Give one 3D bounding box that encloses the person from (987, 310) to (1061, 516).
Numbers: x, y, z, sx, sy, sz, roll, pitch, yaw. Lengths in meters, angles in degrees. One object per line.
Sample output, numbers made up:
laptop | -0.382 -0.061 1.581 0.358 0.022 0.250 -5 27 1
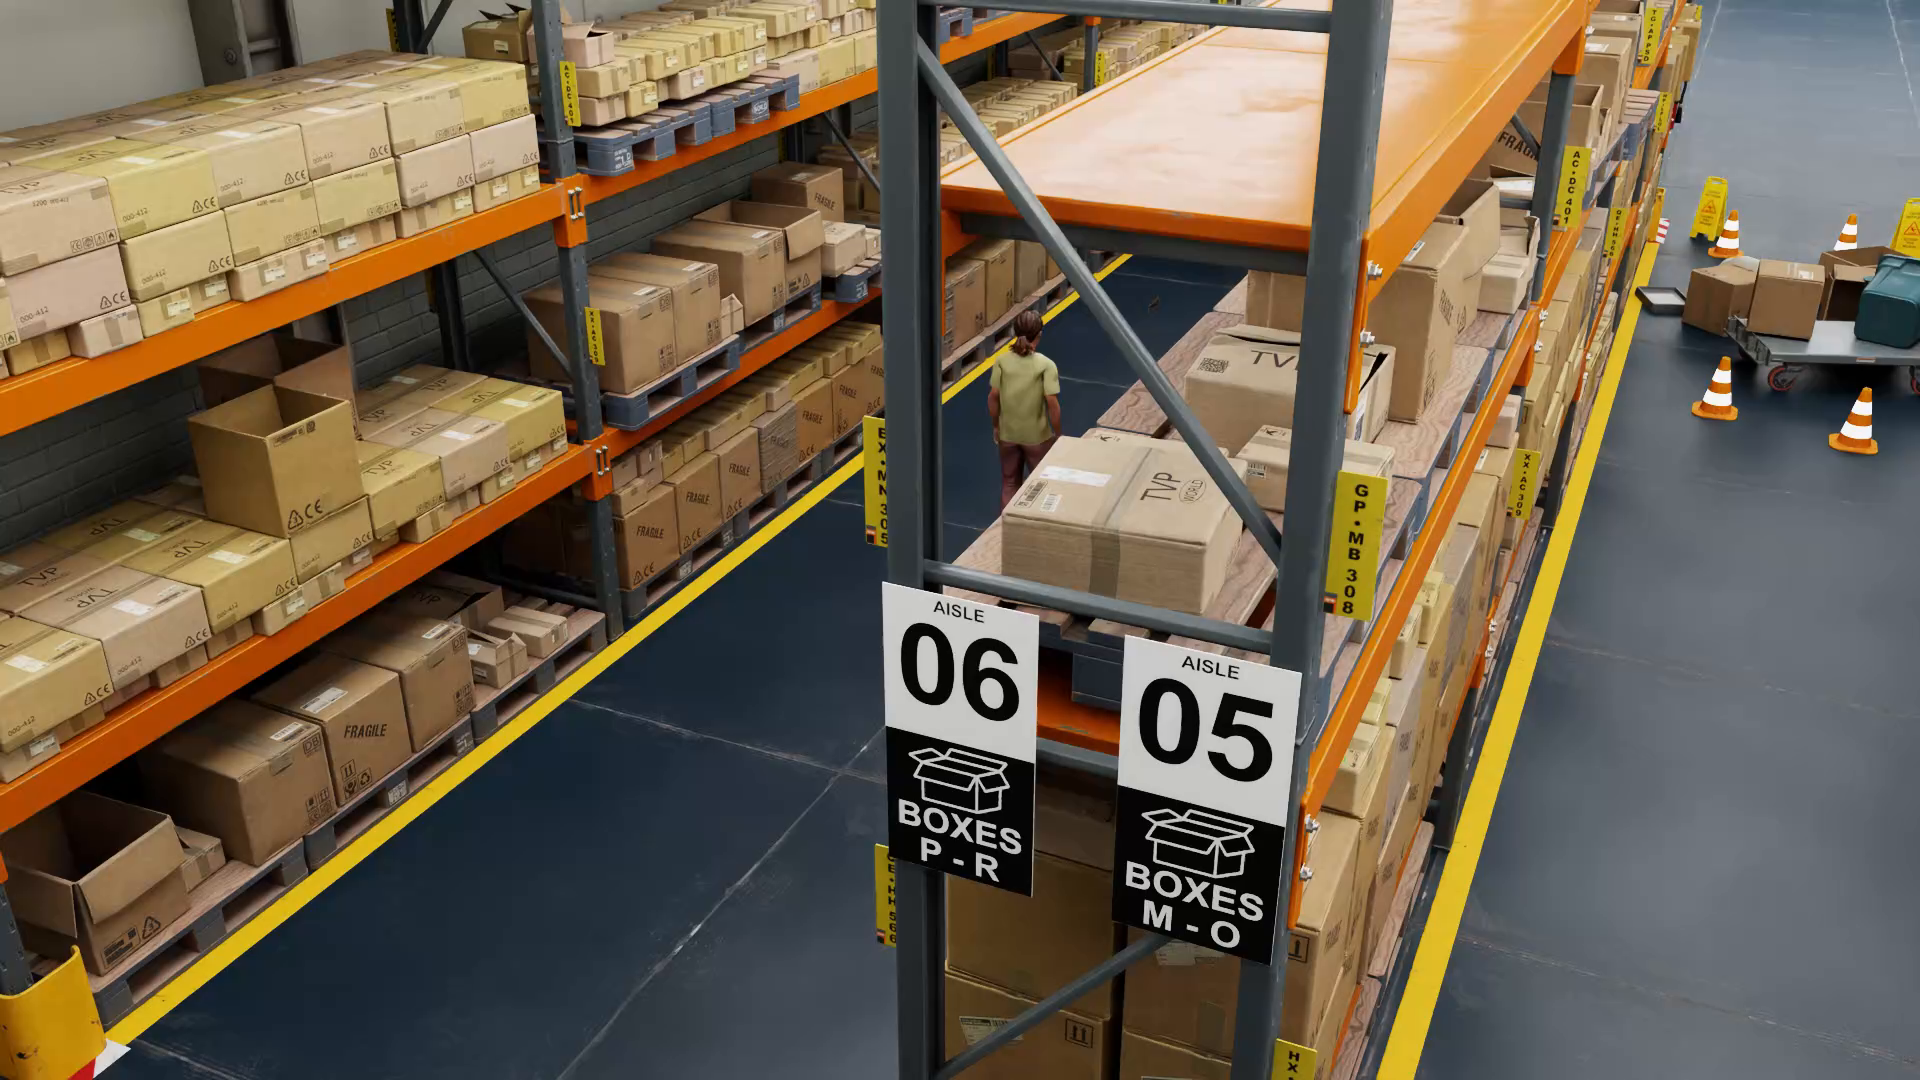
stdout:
person | 0.432 -0.672 10.784 0.493 1.673 0.359 10 28 20
